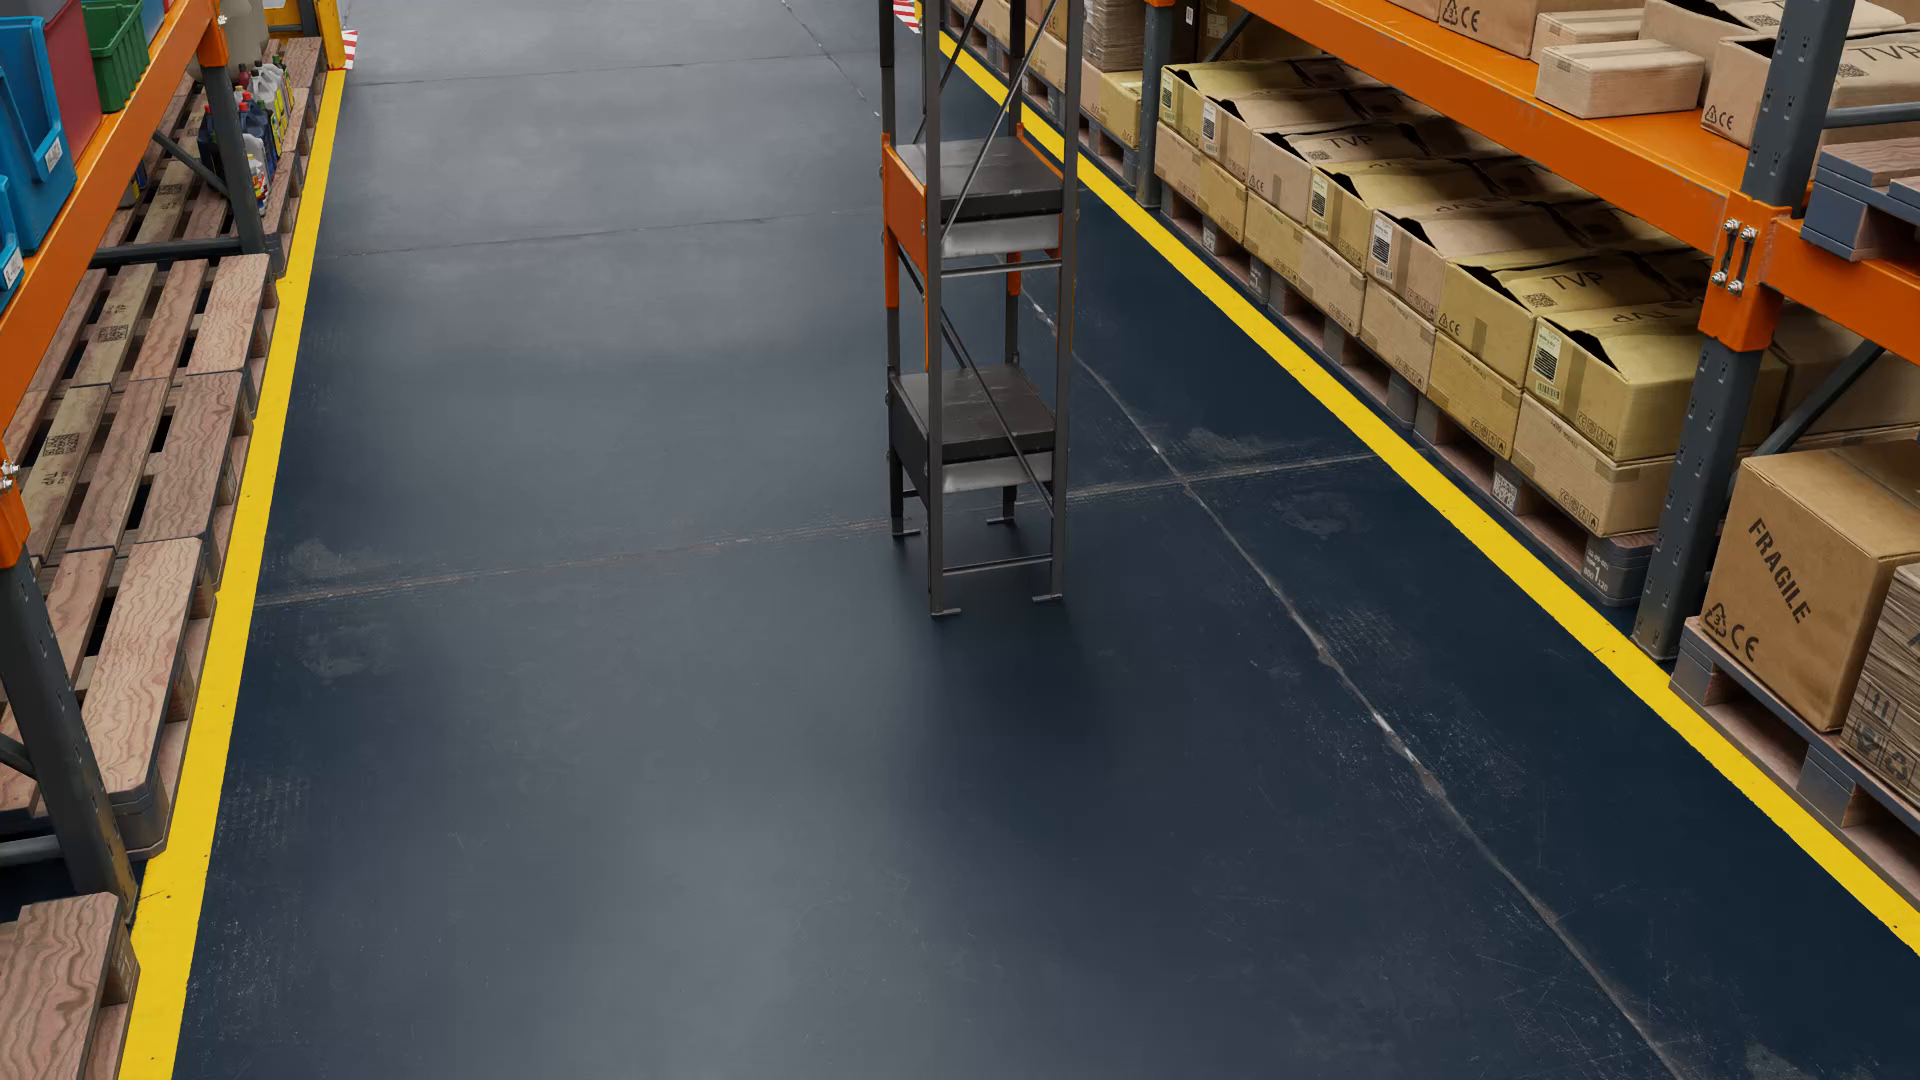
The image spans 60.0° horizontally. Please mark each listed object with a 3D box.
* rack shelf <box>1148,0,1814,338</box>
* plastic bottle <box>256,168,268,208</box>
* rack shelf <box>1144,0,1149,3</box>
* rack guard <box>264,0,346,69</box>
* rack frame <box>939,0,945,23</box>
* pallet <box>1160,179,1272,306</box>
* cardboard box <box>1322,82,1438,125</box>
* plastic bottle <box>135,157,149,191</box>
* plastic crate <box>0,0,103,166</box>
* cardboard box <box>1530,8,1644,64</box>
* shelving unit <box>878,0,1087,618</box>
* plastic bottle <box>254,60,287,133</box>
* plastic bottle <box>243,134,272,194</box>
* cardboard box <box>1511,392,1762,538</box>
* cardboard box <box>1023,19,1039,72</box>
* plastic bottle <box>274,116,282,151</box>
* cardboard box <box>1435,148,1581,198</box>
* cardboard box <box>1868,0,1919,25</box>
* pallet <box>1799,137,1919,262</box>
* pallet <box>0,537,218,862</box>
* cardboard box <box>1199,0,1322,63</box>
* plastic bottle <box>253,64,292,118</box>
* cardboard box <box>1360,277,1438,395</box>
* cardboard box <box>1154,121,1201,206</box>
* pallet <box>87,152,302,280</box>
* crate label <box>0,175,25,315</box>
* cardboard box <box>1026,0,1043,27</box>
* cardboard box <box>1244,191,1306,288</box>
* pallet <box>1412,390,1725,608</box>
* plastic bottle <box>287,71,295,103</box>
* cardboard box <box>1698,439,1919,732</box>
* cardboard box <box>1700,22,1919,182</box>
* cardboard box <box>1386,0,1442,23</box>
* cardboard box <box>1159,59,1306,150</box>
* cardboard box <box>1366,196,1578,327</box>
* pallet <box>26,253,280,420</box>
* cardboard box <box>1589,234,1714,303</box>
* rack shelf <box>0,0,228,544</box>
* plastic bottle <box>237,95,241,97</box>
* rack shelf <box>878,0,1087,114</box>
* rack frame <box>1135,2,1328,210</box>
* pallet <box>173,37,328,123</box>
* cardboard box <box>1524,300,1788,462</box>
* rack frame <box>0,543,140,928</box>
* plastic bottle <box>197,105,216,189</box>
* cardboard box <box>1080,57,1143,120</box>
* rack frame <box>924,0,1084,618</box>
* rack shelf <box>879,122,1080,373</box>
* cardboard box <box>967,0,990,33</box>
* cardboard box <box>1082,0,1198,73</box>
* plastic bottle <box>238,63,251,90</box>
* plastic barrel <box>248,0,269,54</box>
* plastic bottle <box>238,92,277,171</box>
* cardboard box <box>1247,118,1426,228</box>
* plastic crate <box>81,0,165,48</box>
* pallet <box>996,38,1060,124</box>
[{"bbox_3d":[1.882,-1.702,5.914,1.077,0.370,4.000,-8,31,-13],"label":"rack shelf"},{"bbox_3d":[-3.115,-1.563,7.310,0.097,0.201,0.097,0,30,0],"label":"plastic bottle"},{"bbox_3d":[0.820,-3.634,9.252,1.077,0.370,4.000,-8,31,-13],"label":"rack shelf"},{"bbox_3d":[-4.422,-3.142,10.179,1.175,0.500,0.348,-8,31,-13],"label":"rack guard"},{"bbox_3d":[0.289,-4.911,10.740,1.000,3.000,0.127,-8,31,-13],"label":"rack frame"},{"bbox_3d":[1.584,-1.422,7.495,1.003,0.211,1.213,-8,31,-13],"label":"pallet"},{"bbox_3d":[1.879,-1.806,7.141,0.500,0.311,0.500,-7,31,-12],"label":"cardboard box"},{"bbox_3d":[-3.790,-1.731,7.526,0.152,0.276,0.135,-8,31,-13],"label":"plastic bottle"},{"bbox_3d":[-2.498,-1.239,4.333,0.402,0.464,0.583,-8,31,-13],"label":"plastic crate"},{"bbox_3d":[2.020,-1.547,5.179,0.380,0.149,0.250,-6,31,-10],"label":"cardboard box"},{"bbox_3d":[0.044,-0.829,4.586,0.431,2.100,0.503,-8,31,-13],"label":"shelving unit"},{"bbox_3d":[-3.452,-2.198,8.258,0.144,0.351,0.185,-7,31,-11],"label":"plastic bottle"},{"bbox_3d":[-3.200,-1.699,7.470,0.152,0.276,0.135,-7,31,-11],"label":"plastic bottle"},{"bbox_3d":[2.038,-0.261,5.031,0.500,0.250,0.500,-7,31,-12],"label":"cardboard box"},{"bbox_3d":[0.613,-2.889,9.573,0.500,0.250,0.500,-8,31,-13],"label":"cardboard box"},{"bbox_3d":[-3.343,-1.978,8.027,0.097,0.201,0.097,0,30,0],"label":"plastic bottle"},{"bbox_3d":[2.139,-1.321,6.304,0.500,0.311,0.500,-8,31,-14],"label":"cardboard box"},{"bbox_3d":[5.812,-3.244,9.917,0.500,0.500,0.500,-10,32,-17],"label":"cardboard box"},{"bbox_3d":[2.660,-0.646,3.563,1.213,0.211,1.003,-8,31,-13],"label":"pallet"},{"bbox_3d":[-2.533,0.437,4.284,1.003,0.211,1.213,-8,31,-13],"label":"pallet"},{"bbox_3d":[1.529,-2.561,8.257,0.500,0.500,0.500,-8,31,-13],"label":"cardboard box"},{"bbox_3d":[-3.537,-2.312,8.529,0.152,0.276,0.135,-8,31,-13],"label":"plastic bottle"},{"bbox_3d":[1.767,-0.752,5.881,0.500,0.250,0.500,-7,31,-12],"label":"cardboard box"},{"bbox_3d":[1.219,-1.743,7.593,0.500,0.250,0.500,-9,31,-14],"label":"cardboard box"},{"bbox_3d":[-3.564,-1.445,7.536,1.003,0.211,1.213,-8,31,-13],"label":"pallet"},{"bbox_3d":[-2.115,-0.571,3.410,0.303,0.233,0.416,-8,31,-13],"label":"crate label"},{"bbox_3d":[0.612,-3.214,9.385,0.500,0.500,0.500,-8,31,-13],"label":"cardboard box"},{"bbox_3d":[1.493,-1.246,6.734,0.500,0.250,0.500,-9,31,-15],"label":"cardboard box"},{"bbox_3d":[2.231,-0.243,5.459,1.003,0.211,1.213,-8,31,-13],"label":"pallet"},{"bbox_3d":[-3.578,-2.405,8.765,0.097,0.201,0.097,0,30,0],"label":"plastic bottle"},{"bbox_3d":[2.258,0.102,4.135,0.500,0.500,0.500,-7,31,-11],"label":"cardboard box"},{"bbox_3d":[2.358,-1.190,4.401,0.500,0.311,0.500,-6,31,-10],"label":"cardboard box"},{"bbox_3d":[1.812,-2.153,5.875,0.500,0.500,0.500,-8,31,-13],"label":"cardboard box"},{"bbox_3d":[1.220,-1.981,7.444,0.500,0.311,0.500,-8,31,-13],"label":"cardboard box"},{"bbox_3d":[1.760,-0.996,5.743,0.500,0.311,0.500,-8,31,-14],"label":"cardboard box"},{"bbox_3d":[-3.180,-0.741,6.320,1.003,0.211,1.213,-8,31,-13],"label":"pallet"},{"bbox_3d":[2.409,-0.826,5.449,0.500,0.311,0.500,-9,31,-15],"label":"cardboard box"},{"bbox_3d":[-2.895,-1.045,4.779,1.077,0.370,4.000,-8,31,-13],"label":"rack shelf"},{"bbox_3d":[-3.557,-2.096,8.231,0.097,0.201,0.097,0,30,0],"label":"plastic bottle"},{"bbox_3d":[0.044,-1.423,4.242,0.431,0.518,0.480,-8,31,-13],"label":"rack shelf"},{"bbox_3d":[1.351,-2.979,7.403,1.000,3.000,0.127,-8,31,-13],"label":"rack frame"},{"bbox_3d":[-4.212,-2.624,9.572,1.003,0.211,1.213,-8,31,-13],"label":"pallet"},{"bbox_3d":[2.036,-0.502,4.889,0.500,0.311,0.500,-7,31,-12],"label":"cardboard box"},{"bbox_3d":[-2.364,-0.390,2.930,1.000,3.000,0.127,-8,31,-13],"label":"rack frame"},{"bbox_3d":[-3.379,-1.792,7.557,0.144,0.351,0.185,-8,31,-13],"label":"plastic bottle"},{"bbox_3d":[0.894,-2.409,8.742,0.500,0.250,0.500,-8,31,-13],"label":"cardboard box"},{"bbox_3d":[0.109,-0.711,4.382,0.400,2.100,0.015,-8,31,-13],"label":"rack frame"},{"bbox_3d":[0.044,-0.817,4.593,0.431,0.518,0.480,-8,31,-13],"label":"rack shelf"},{"bbox_3d":[0.353,-3.373,10.409,0.500,0.250,0.500,-8,31,-13],"label":"cardboard box"},{"bbox_3d":[0.895,-2.733,8.555,0.500,0.500,0.500,-8,31,-13],"label":"cardboard box"},{"bbox_3d":[-3.640,-2.300,8.503,0.061,0.283,0.133,-8,31,-13],"label":"plastic bottle"},{"bbox_3d":[-4.239,-3.052,9.592,0.421,0.512,0.421,0,30,0],"label":"plastic barrel"},{"bbox_3d":[-3.290,-1.902,7.748,0.144,0.351,0.185,-9,31,-15],"label":"plastic bottle"},{"bbox_3d":[1.487,-1.489,6.593,0.500,0.311,0.500,-9,31,-15],"label":"cardboard box"},{"bbox_3d":[-2.833,-1.824,5.423,0.392,0.384,0.575,-8,31,-13],"label":"plastic crate"},{"bbox_3d":[0.853,-2.752,9.794,1.003,0.211,1.213,-8,31,-13],"label":"pallet"}]
